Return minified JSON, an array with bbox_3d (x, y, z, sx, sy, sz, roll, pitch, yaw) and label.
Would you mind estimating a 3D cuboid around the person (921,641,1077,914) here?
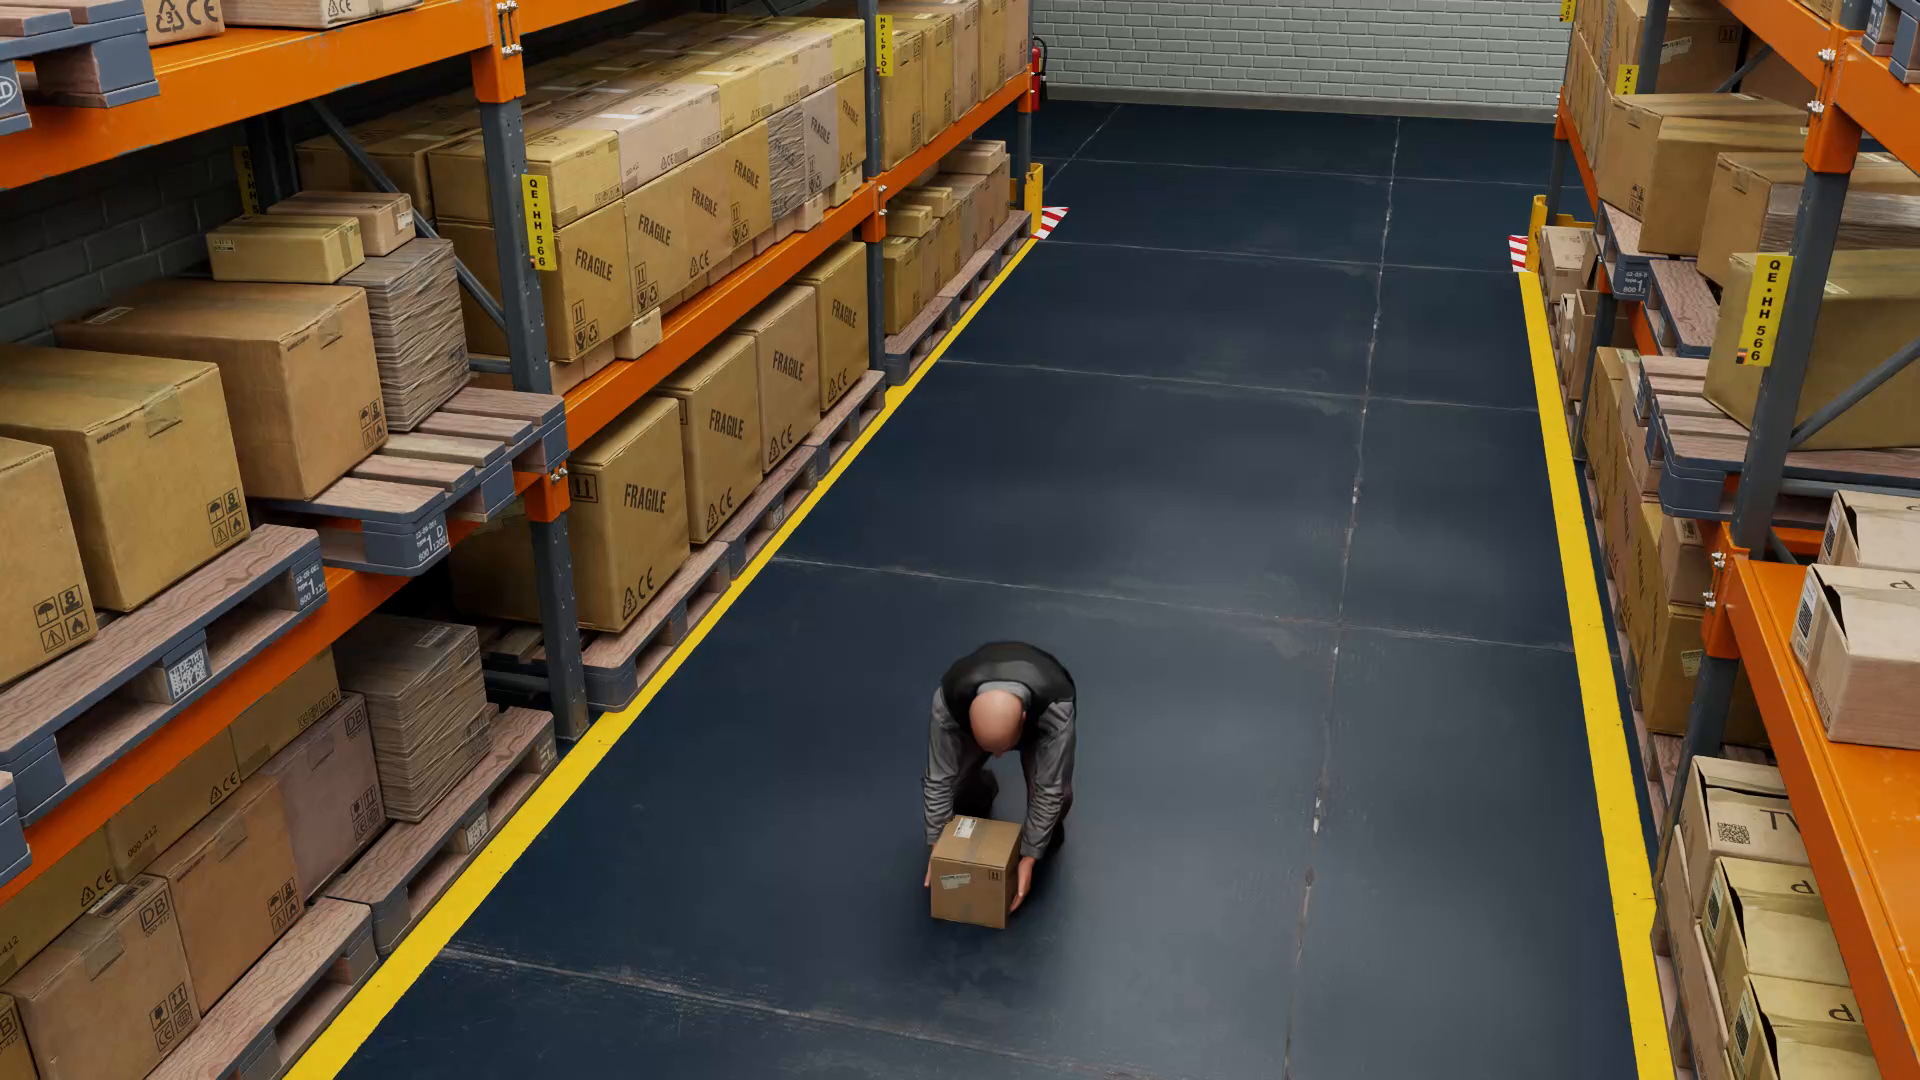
[{"bbox_3d":[0.150,0.710,5.693,0.530,0.833,0.877,6,26,13],"label":"person"}]
